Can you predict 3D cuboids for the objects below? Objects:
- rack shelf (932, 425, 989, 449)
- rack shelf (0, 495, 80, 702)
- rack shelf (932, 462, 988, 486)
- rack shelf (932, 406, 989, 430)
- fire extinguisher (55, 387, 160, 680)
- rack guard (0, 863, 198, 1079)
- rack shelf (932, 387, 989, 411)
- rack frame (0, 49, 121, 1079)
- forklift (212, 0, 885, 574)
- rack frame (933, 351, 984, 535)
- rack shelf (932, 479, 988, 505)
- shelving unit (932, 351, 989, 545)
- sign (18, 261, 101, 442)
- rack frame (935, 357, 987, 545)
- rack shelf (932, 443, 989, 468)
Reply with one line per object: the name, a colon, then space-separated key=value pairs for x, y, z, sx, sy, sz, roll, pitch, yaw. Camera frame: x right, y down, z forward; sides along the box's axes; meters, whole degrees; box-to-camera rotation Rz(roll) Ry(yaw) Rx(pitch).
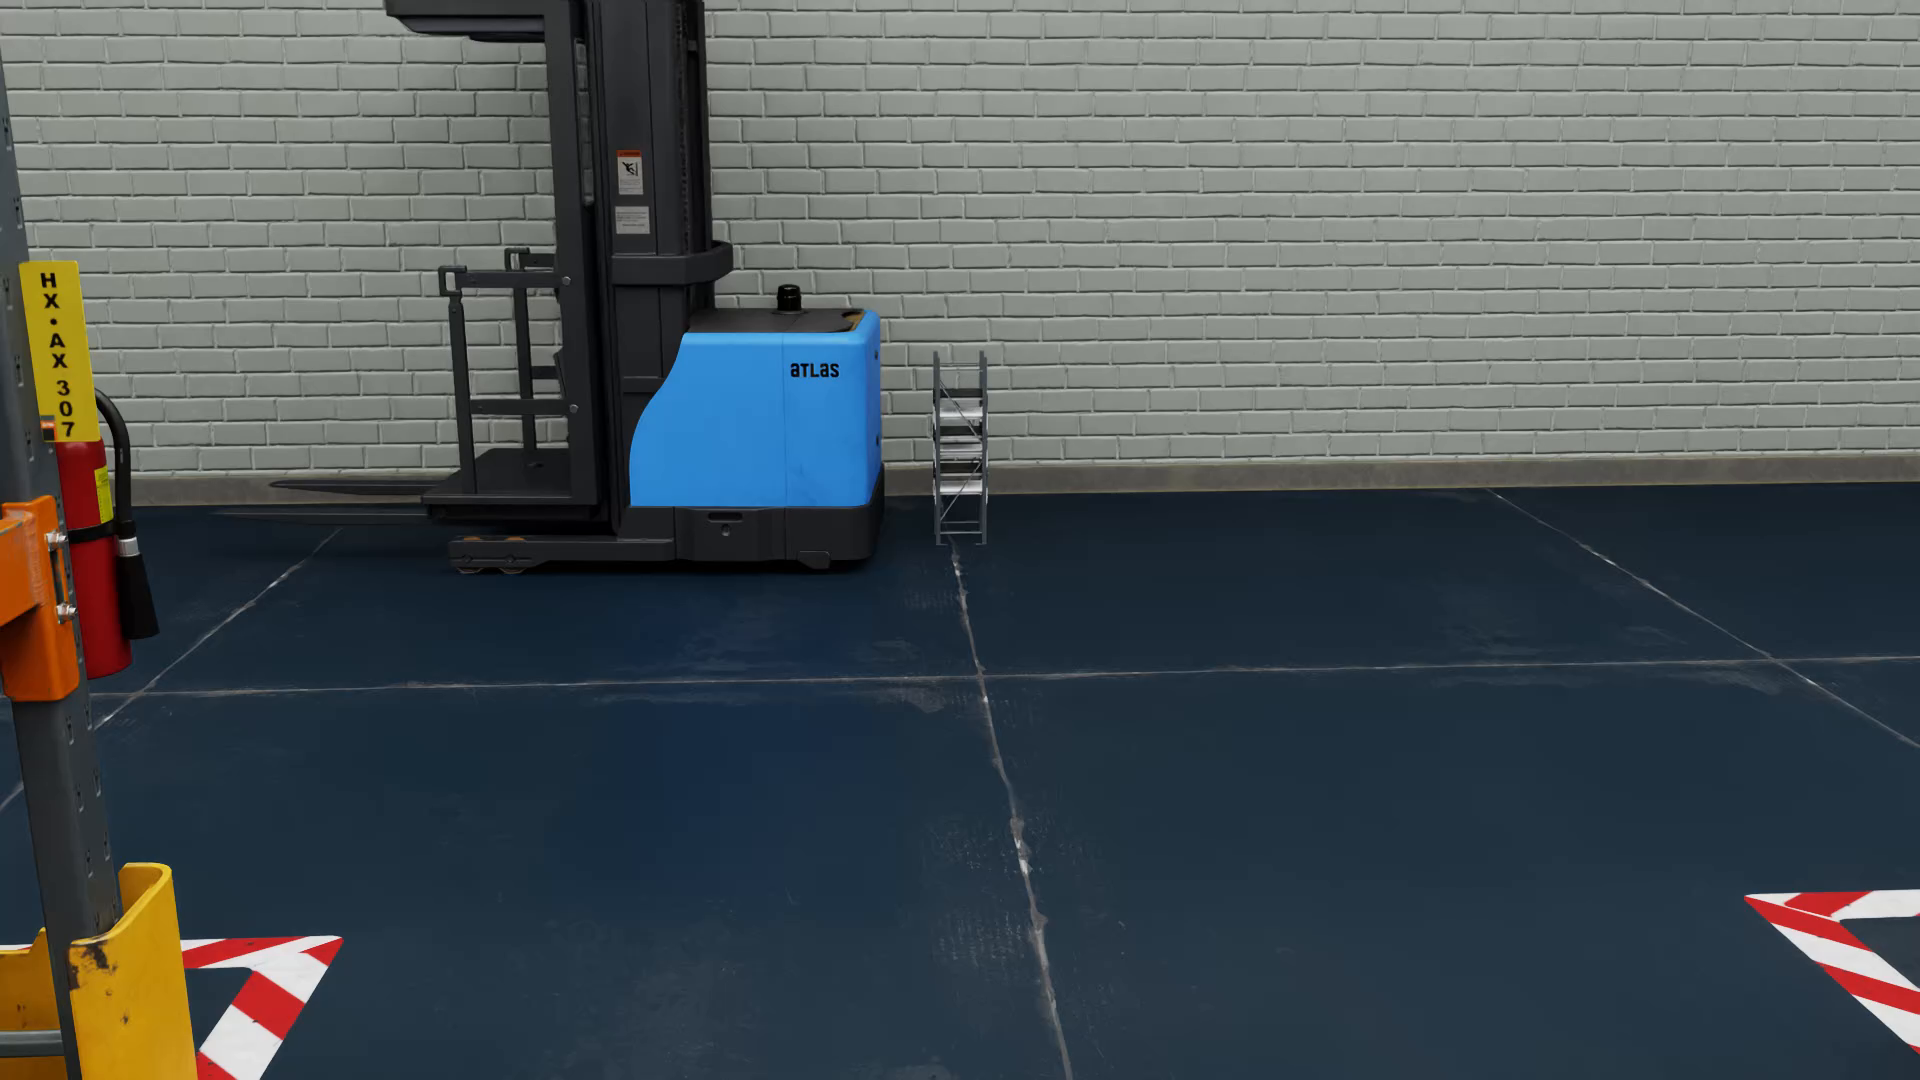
rack shelf: x=0.000 y=-0.493 z=7.908 sx=0.258 sy=0.077 sz=0.200 roll=-1 pitch=14 yaw=-3
rack shelf: x=-2.042 y=0.600 z=1.118 sx=1.077 sy=0.370 sz=4.000 roll=-1 pitch=14 yaw=-3
rack shelf: x=0.000 y=-0.318 z=7.953 sx=0.258 sy=0.077 sz=0.200 roll=-1 pitch=14 yaw=-3
rack shelf: x=0.000 y=-0.580 z=7.886 sx=0.258 sy=0.077 sz=0.200 roll=-1 pitch=14 yaw=-3
fire extinguisher: x=-1.722 y=-0.072 z=3.191 sx=0.296 sy=0.674 sz=0.183 roll=-1 pitch=14 yaw=-3
rack guard: x=-2.181 y=0.959 z=3.296 sx=1.175 sy=0.500 sz=0.348 roll=-1 pitch=14 yaw=-3
rack shelf: x=0.000 y=-0.667 z=7.863 sx=0.258 sy=0.077 sz=0.200 roll=-1 pitch=14 yaw=-3
rack frame: x=-2.163 y=-0.246 z=2.962 sx=0.949 sy=2.616 sz=0.053 roll=-1 pitch=14 yaw=-3
forklift: x=-1.899 y=-1.397 z=7.575 sx=3.031 sy=2.935 sz=1.130 roll=0 pitch=14 yaw=1
rack frame: x=-0.007 y=-0.463 z=8.020 sx=0.240 sy=0.900 sz=0.006 roll=-1 pitch=14 yaw=-3
rack shelf: x=0.000 y=-0.231 z=7.975 sx=0.258 sy=0.077 sz=0.200 roll=-1 pitch=14 yaw=-3
shelving unit: x=0.000 y=-0.438 z=7.922 sx=0.258 sy=0.900 sz=0.210 roll=-1 pitch=14 yaw=-3
sign: x=-1.618 y=-0.337 z=2.990 sx=0.100 sy=0.325 sz=0.005 roll=-1 pitch=14 yaw=-3
rack frame: x=0.006 y=-0.413 z=7.824 sx=0.240 sy=0.900 sz=0.006 roll=-1 pitch=14 yaw=-3
rack shelf: x=0.000 y=-0.406 z=7.930 sx=0.258 sy=0.077 sz=0.200 roll=-1 pitch=14 yaw=-3
